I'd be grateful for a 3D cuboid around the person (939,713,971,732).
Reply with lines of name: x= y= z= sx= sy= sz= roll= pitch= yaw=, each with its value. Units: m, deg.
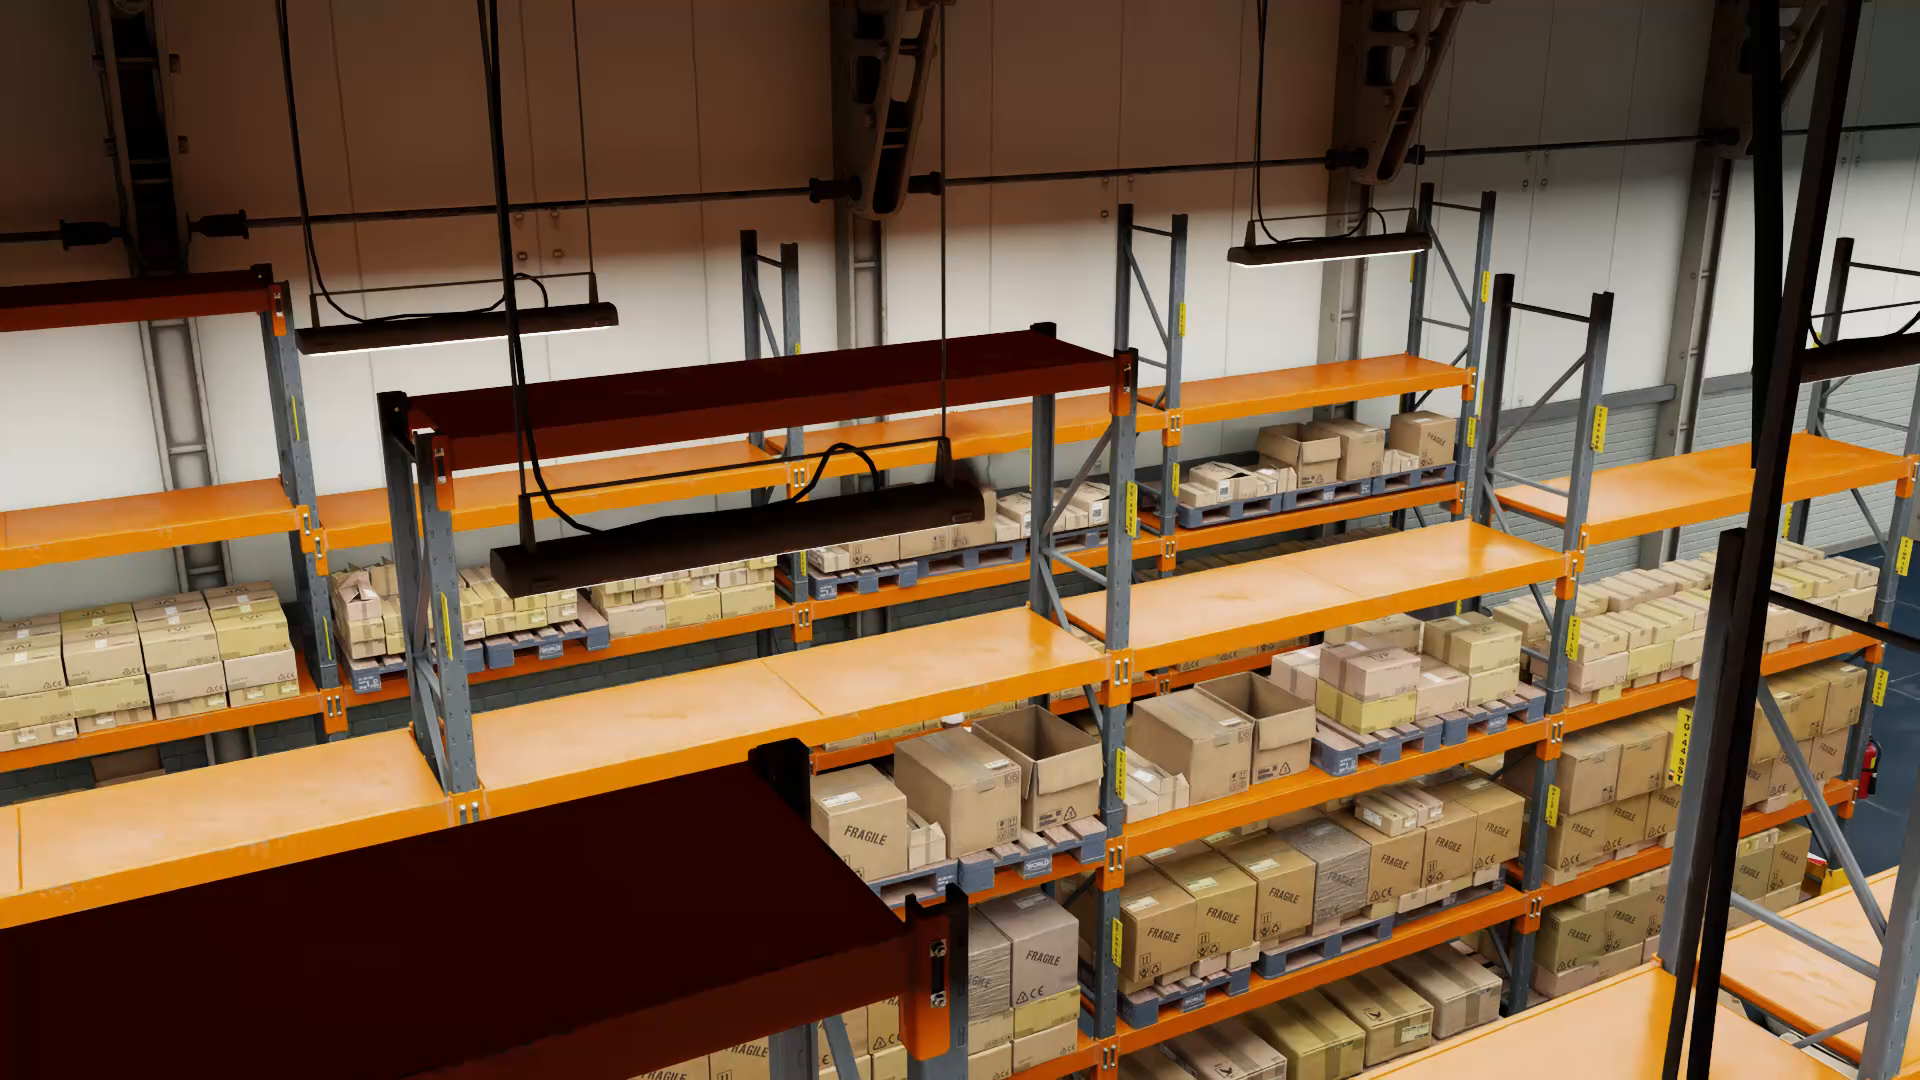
person: x=-0.086 y=2.272 z=14.862 sx=0.411 sy=1.771 sz=0.633 roll=11 pitch=21 yaw=30
